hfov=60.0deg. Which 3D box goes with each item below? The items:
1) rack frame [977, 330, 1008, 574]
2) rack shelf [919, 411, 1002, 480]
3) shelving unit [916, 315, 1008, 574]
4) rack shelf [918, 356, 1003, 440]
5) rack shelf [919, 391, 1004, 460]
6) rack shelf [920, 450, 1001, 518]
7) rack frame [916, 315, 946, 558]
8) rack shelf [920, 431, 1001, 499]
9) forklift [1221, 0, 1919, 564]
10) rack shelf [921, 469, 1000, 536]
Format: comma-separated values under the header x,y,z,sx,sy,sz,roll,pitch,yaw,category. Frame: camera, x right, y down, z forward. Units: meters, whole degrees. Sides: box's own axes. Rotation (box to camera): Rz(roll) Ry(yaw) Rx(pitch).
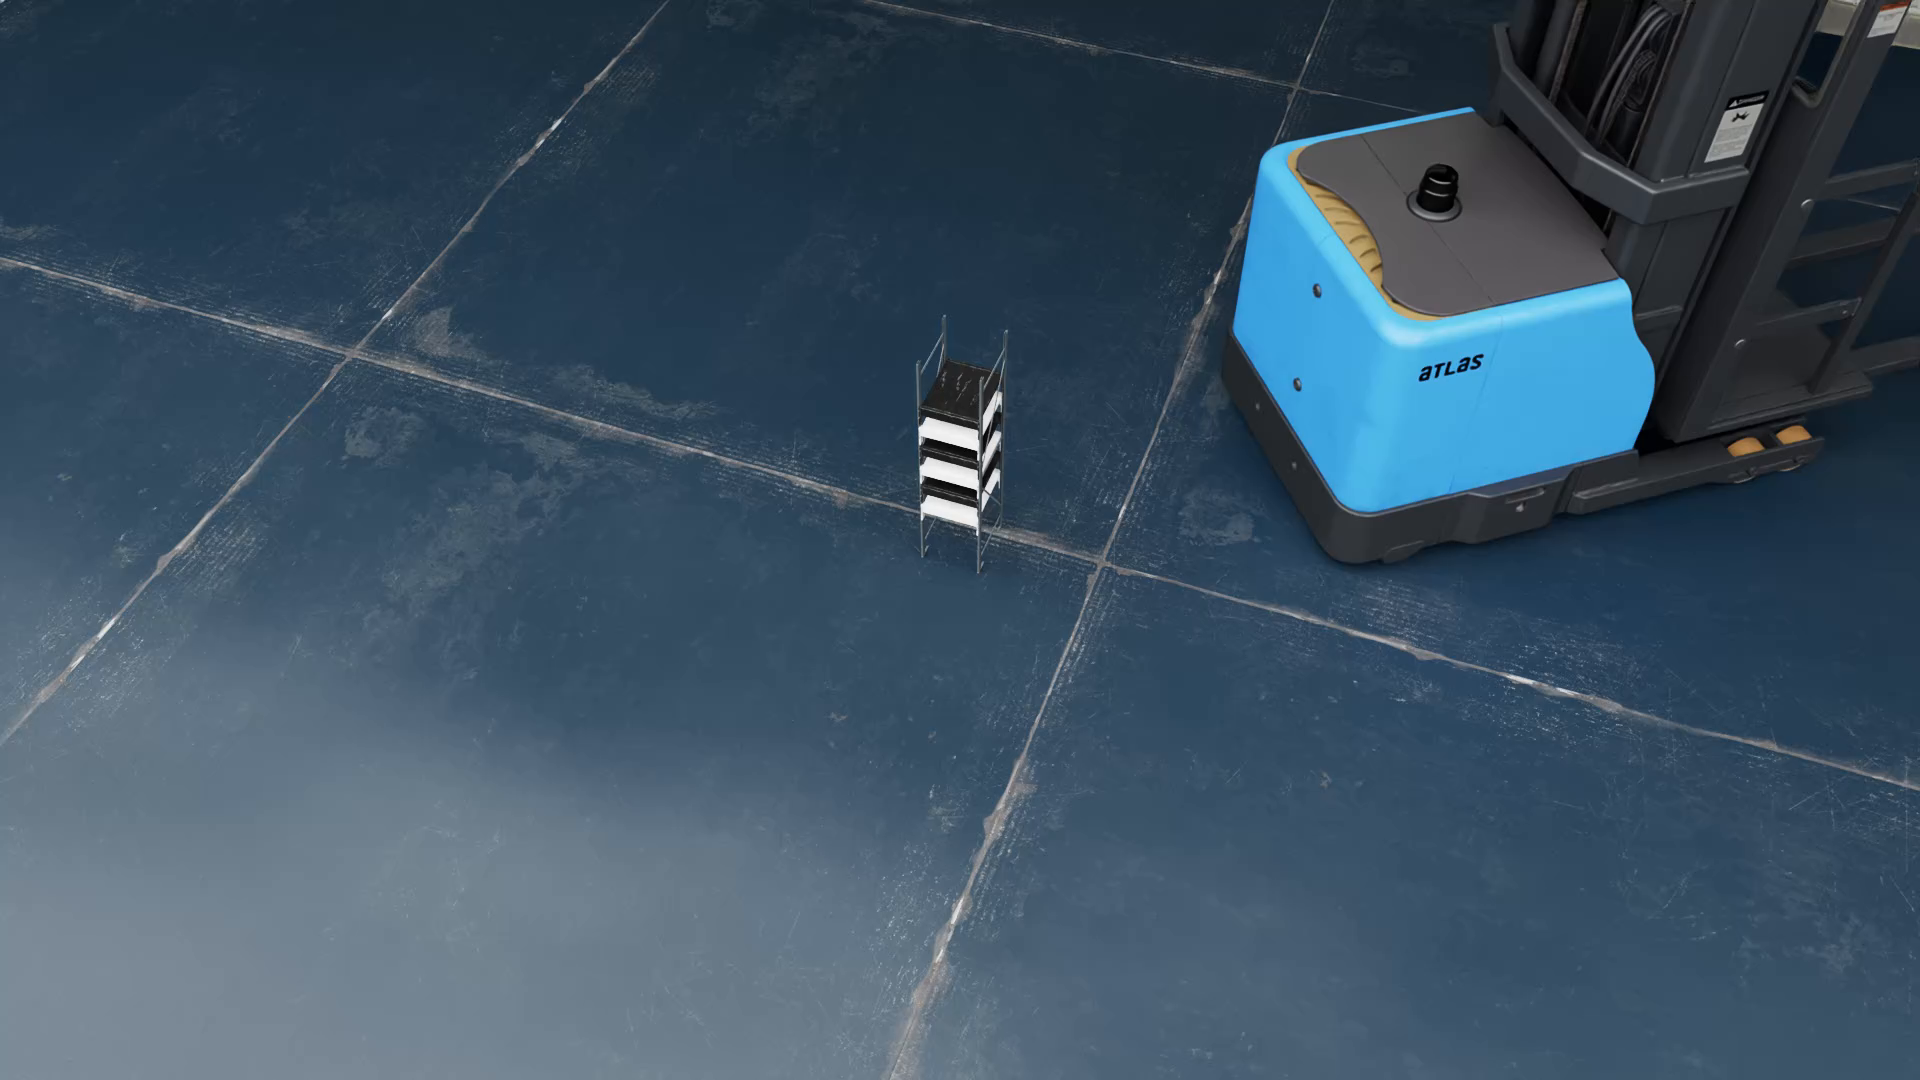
x,y,z,sx,sy,sz,roll,pitch,yaw,category
0.103,-0.266,5.385,0.006,0.900,0.240,16,51,13,rack frame
0.008,-0.330,5.365,0.200,0.077,0.258,16,51,13,rack shelf
0.008,-0.293,5.408,0.210,0.900,0.258,16,51,13,shelving unit
0.008,-0.448,5.229,0.200,0.077,0.258,16,51,13,rack shelf
0.008,-0.389,5.297,0.200,0.077,0.258,16,51,13,rack shelf
0.008,-0.212,5.501,0.200,0.077,0.258,16,51,13,rack shelf
-0.088,-0.319,5.431,0.006,0.900,0.240,16,51,13,rack frame
0.008,-0.271,5.433,0.200,0.077,0.258,16,51,13,rack shelf
2.545,-1.533,5.139,3.031,2.935,1.130,-13,50,-11,forklift
0.008,-0.153,5.569,0.200,0.077,0.258,16,51,13,rack shelf
